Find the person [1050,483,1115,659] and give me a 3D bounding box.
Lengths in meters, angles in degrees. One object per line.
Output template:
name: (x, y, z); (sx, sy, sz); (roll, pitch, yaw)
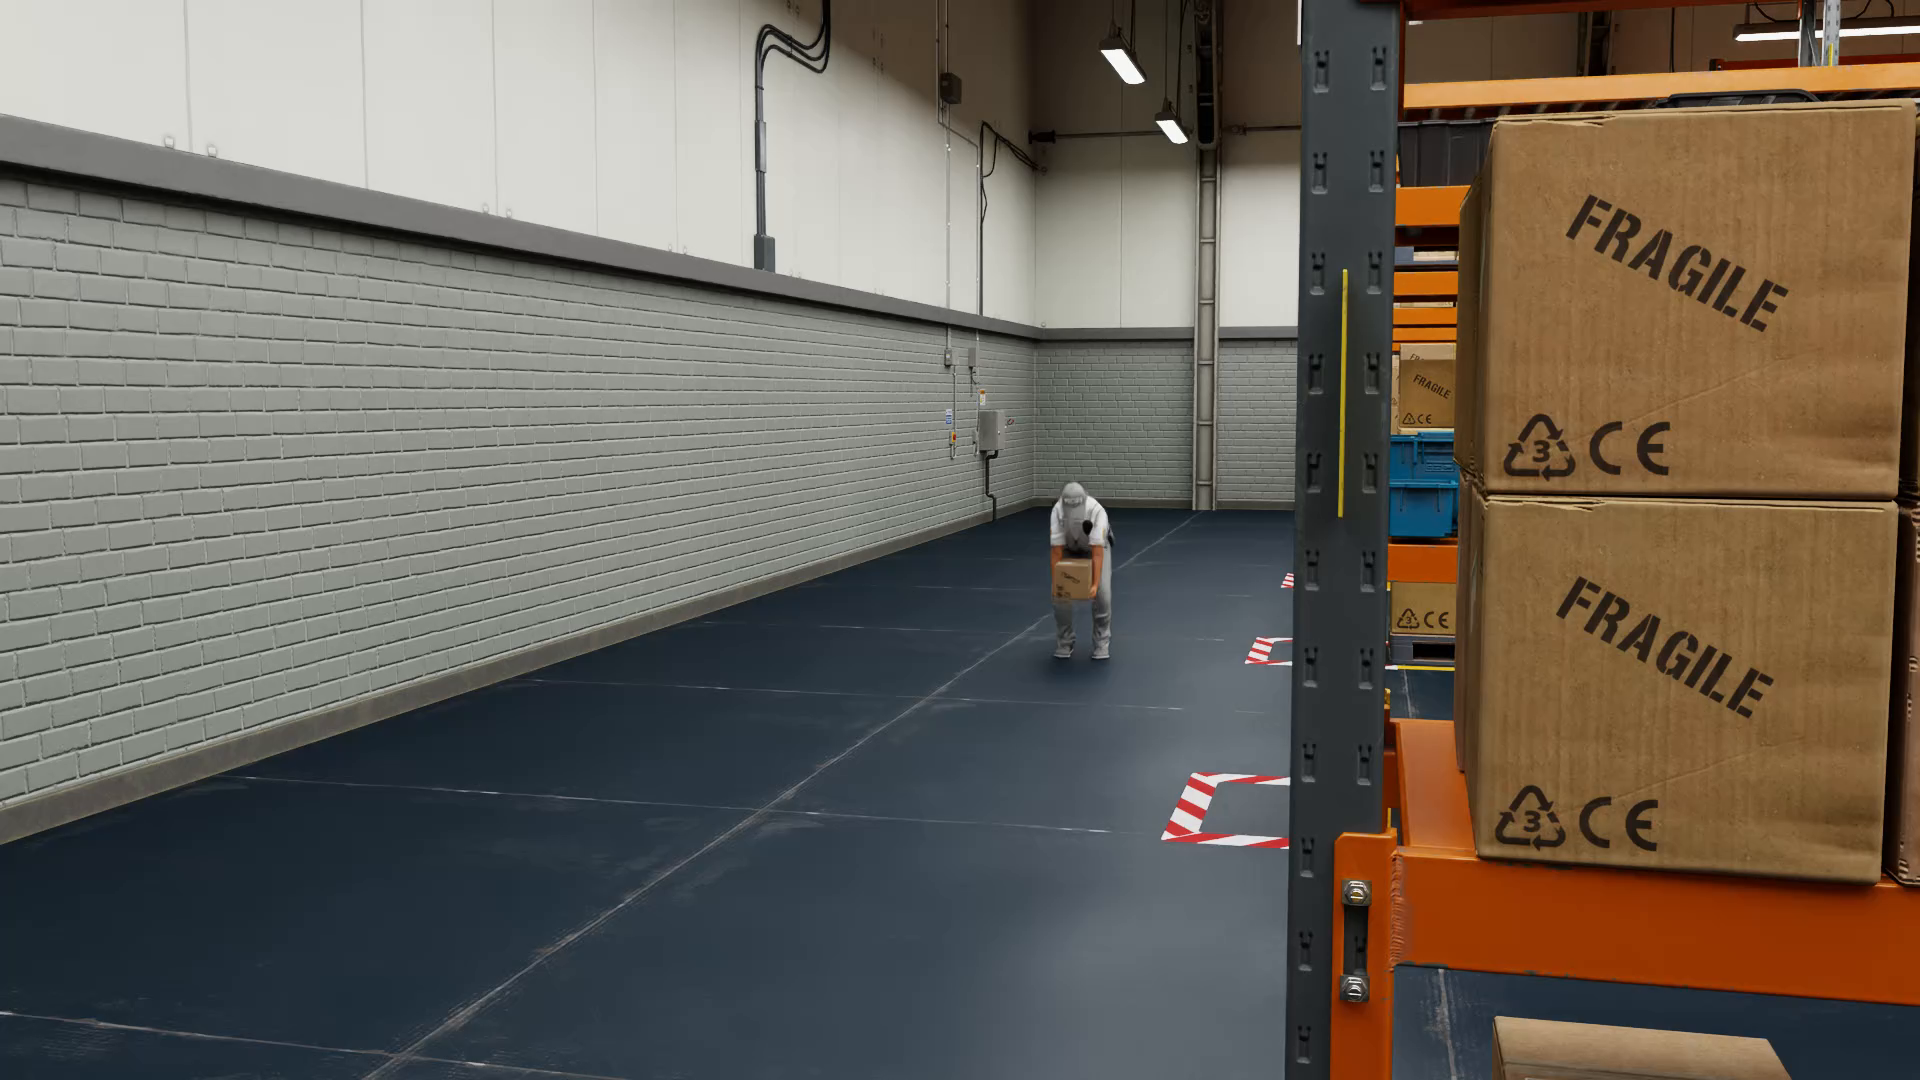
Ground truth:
person: (0.870, 0.230, 12.149); (0.458, 1.323, 0.875); (1, 5, 12)
